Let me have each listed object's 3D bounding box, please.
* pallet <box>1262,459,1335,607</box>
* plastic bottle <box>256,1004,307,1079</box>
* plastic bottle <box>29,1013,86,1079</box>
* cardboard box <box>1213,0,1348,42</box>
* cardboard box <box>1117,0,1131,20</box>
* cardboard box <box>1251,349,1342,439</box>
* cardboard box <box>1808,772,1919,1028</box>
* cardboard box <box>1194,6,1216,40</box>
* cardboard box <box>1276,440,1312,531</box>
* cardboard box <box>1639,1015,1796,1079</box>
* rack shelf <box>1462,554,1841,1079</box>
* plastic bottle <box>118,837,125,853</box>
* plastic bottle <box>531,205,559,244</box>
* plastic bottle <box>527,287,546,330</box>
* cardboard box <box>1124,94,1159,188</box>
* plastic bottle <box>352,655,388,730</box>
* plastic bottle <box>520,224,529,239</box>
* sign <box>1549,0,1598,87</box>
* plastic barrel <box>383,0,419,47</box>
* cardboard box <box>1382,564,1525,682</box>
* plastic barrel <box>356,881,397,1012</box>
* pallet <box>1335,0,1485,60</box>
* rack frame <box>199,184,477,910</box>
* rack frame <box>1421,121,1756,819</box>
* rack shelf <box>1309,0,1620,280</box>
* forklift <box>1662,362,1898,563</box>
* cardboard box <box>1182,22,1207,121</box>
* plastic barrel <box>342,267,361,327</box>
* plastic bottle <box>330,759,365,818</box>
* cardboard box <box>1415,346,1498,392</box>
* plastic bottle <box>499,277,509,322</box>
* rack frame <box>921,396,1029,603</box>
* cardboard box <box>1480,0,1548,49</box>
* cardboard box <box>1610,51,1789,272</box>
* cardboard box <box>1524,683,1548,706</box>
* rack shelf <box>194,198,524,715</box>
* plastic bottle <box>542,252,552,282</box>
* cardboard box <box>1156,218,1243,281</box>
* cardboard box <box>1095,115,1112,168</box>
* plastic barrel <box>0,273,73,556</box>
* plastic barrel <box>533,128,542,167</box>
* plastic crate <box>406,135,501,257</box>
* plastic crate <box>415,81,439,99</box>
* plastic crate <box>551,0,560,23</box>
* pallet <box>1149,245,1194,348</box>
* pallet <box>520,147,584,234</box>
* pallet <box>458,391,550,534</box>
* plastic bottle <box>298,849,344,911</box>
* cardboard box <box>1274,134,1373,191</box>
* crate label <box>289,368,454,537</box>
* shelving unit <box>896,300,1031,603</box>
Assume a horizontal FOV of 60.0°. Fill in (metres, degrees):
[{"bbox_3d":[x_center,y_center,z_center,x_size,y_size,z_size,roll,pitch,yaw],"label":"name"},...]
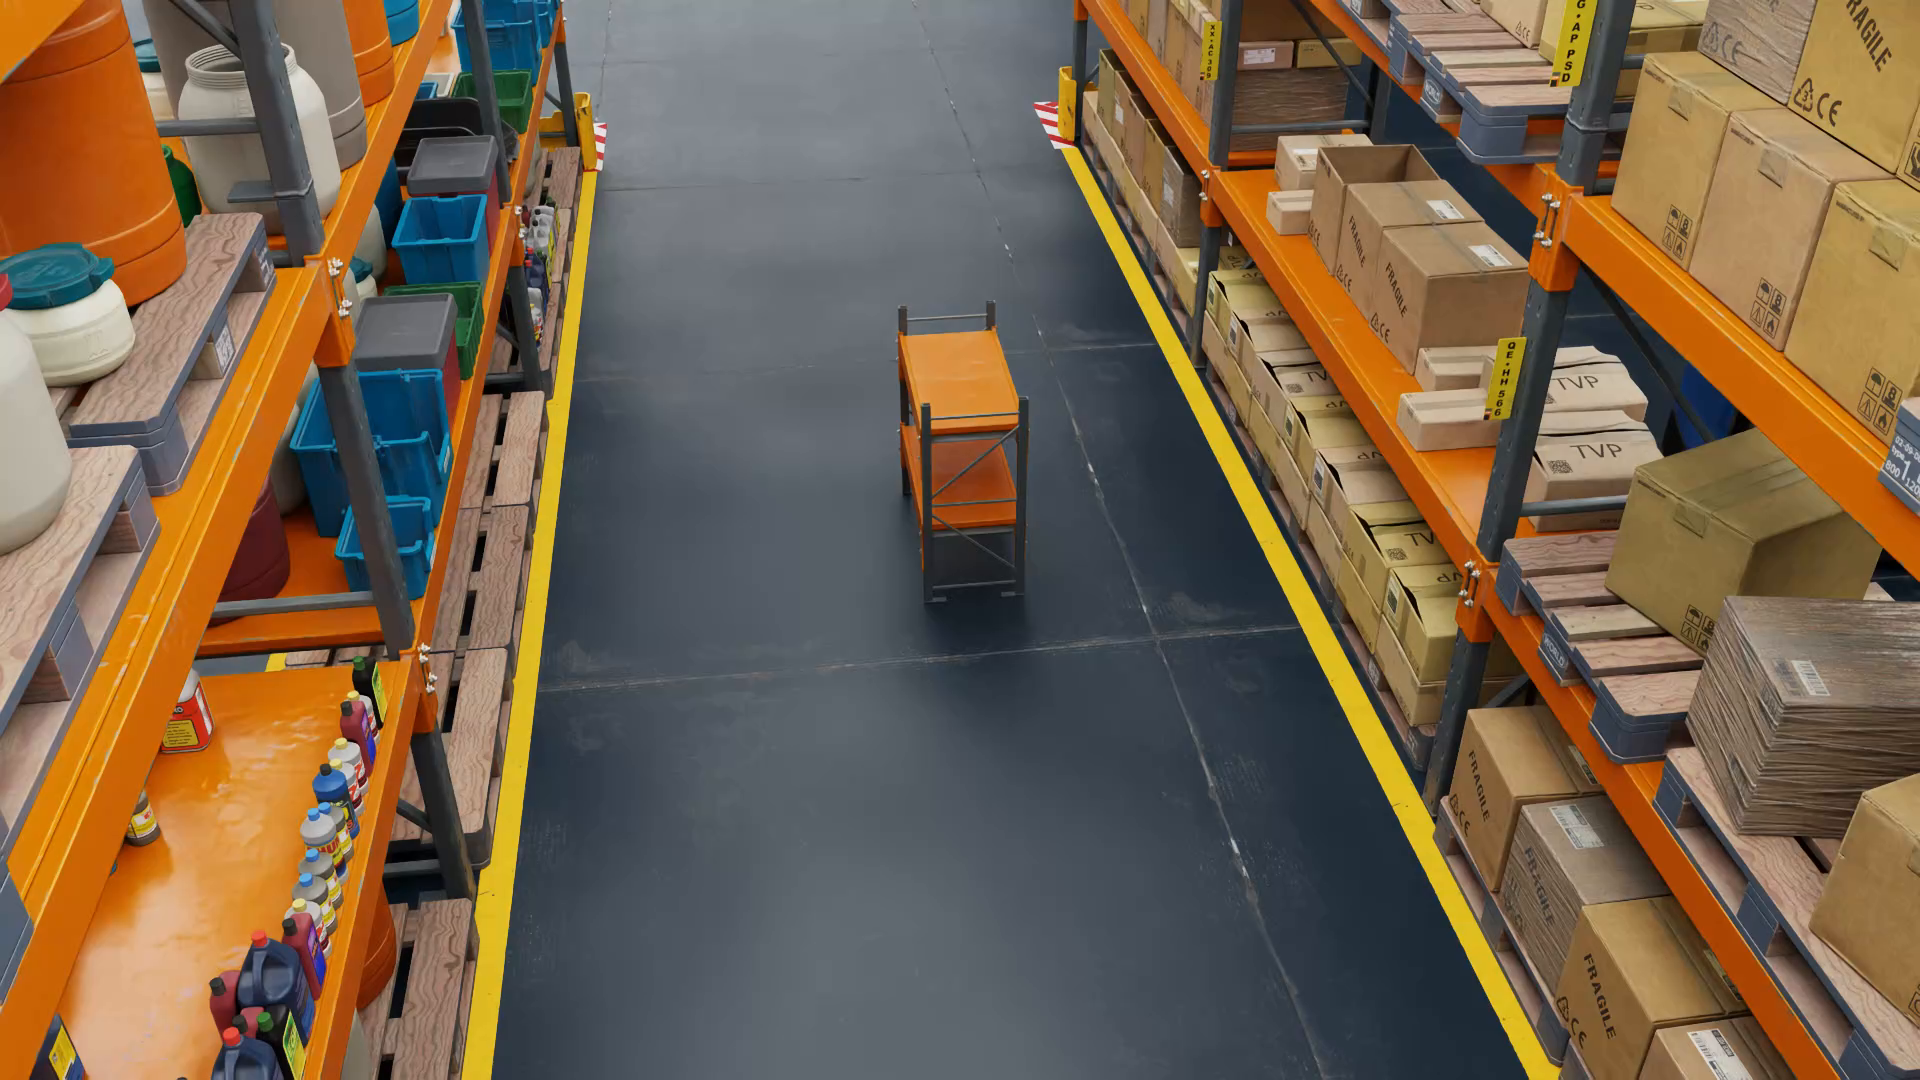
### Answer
[{"bbox_3d":[2.246,-0.124,8.744,1.003,0.211,1.213,-4,35,-6],"label":"pallet"},{"bbox_3d":[-1.756,1.296,4.289,0.061,0.283,0.133,-4,35,-6],"label":"plastic bottle"},{"bbox_3d":[-2.355,1.302,4.220,0.144,0.351,0.185,-4,35,-6],"label":"plastic bottle"},{"bbox_3d":[1.875,-3.191,9.528,0.700,0.500,0.500,-4,34,-6],"label":"cardboard box"},{"bbox_3d":[1.529,-4.086,11.993,0.700,0.500,0.500,-4,34,-5],"label":"cardboard box"},{"bbox_3d":[1.883,-0.818,8.857,0.500,0.311,0.500,-5,35,-8],"label":"cardboard box"},{"bbox_3d":[2.718,0.902,4.302,0.700,0.500,0.500,-13,36,-18],"label":"cardboard box"},{"bbox_3d":[1.623,-3.095,9.964,0.380,0.149,0.250,-5,35,-8],"label":"cardboard box"},{"bbox_3d":[1.957,-0.302,8.598,0.500,0.250,0.500,-4,34,-5],"label":"cardboard box"},{"bbox_3d":[2.471,1.855,5.193,0.500,0.500,0.500,-5,35,-8],"label":"cardboard box"},{"bbox_3d":[2.748,1.279,4.848,1.077,0.370,4.000,-4,35,-6],"label":"rack shelf"},{"bbox_3d":[-2.629,0.814,5.002,0.152,0.276,0.135,-4,35,-6],"label":"plastic bottle"},{"bbox_3d":[-2.817,-2.147,11.265,0.152,0.276,0.135,-4,34,-6],"label":"plastic bottle"},{"bbox_3d":[-2.647,-1.439,10.226,0.152,0.276,0.135,-3,34,-5],"label":"plastic bottle"},{"bbox_3d":[1.454,-2.792,11.587,0.500,0.500,0.500,-4,35,-6],"label":"cardboard box"},{"bbox_3d":[-1.952,0.480,5.485,0.061,0.283,0.133,-4,35,-6],"label":"plastic bottle"},{"bbox_3d":[-2.920,-2.019,11.144,0.097,0.201,0.097,0,34,0],"label":"plastic bottle"},{"bbox_3d":[1.928,-1.583,5.216,0.100,0.325,0.005,-4,35,-6],"label":"sign"},{"bbox_3d":[-2.508,-2.443,6.562,0.600,0.901,0.708,-4,35,-6],"label":"plastic barrel"},{"bbox_3d":[2.165,0.323,7.183,0.500,0.311,0.500,-3,34,-5],"label":"cardboard box"},{"bbox_3d":[-2.347,1.234,5.830,0.600,0.830,0.708,-4,35,-6],"label":"plastic barrel"},{"bbox_3d":[2.146,-2.292,6.953,1.003,0.211,1.213,-3,34,-4],"label":"pallet"},{"bbox_3d":[-2.430,0.239,5.736,1.000,3.000,0.127,-4,35,-6],"label":"rack frame"},{"bbox_3d":[2.479,-0.134,6.284,1.000,3.000,0.127,-4,35,-6],"label":"rack frame"},{"bbox_3d":[2.210,-2.193,7.279,1.077,0.370,4.000,-4,35,-6],"label":"rack shelf"},{"bbox_3d":[5.373,-1.284,8.032,3.031,2.935,1.130,6,35,9],"label":"forklift"},{"bbox_3d":[1.798,-2.949,10.325,0.700,0.500,0.500,-5,35,-7],"label":"cardboard box"},{"bbox_3d":[-2.958,-1.090,7.565,0.433,0.535,0.433,0,34,0],"label":"plastic barrel"},{"bbox_3d":[-1.911,0.763,5.143,0.097,0.201,0.097,0,34,0],"label":"plastic bottle"},{"bbox_3d":[2.252,-0.738,7.392,0.380,0.149,0.250,-2,34,-3],"label":"cardboard box"},{"bbox_3d":[-2.808,-1.552,10.325,0.144,0.351,0.185,-4,35,-6],"label":"plastic bottle"},{"bbox_3d":[0.069,-0.177,8.011,0.500,1.125,0.032,-4,35,-6],"label":"rack frame"},{"bbox_3d":[2.274,-2.026,6.155,0.500,0.250,0.500,-3,34,-5],"label":"cardboard box"},{"bbox_3d":[2.571,-1.174,5.057,0.910,0.500,0.500,-4,35,-6],"label":"cardboard box"},{"bbox_3d":[2.700,0.514,7.401,0.500,0.250,0.500,-4,35,-7],"label":"cardboard box"},{"bbox_3d":[-2.699,-0.580,7.576,1.077,0.370,4.000,-4,35,-6],"label":"rack shelf"},{"bbox_3d":[-2.705,-1.766,10.772,0.097,0.201,0.097,0,34,0],"label":"plastic bottle"},{"bbox_3d":[1.605,-1.926,10.981,0.500,0.250,0.500,-4,35,-6],"label":"cardboard box"},{"bbox_3d":[1.326,-3.041,12.618,0.500,0.250,0.500,-4,35,-6],"label":"cardboard box"},{"bbox_3d":[-2.042,-0.253,3.300,0.433,0.535,0.433,0,34,0],"label":"plastic barrel"},{"bbox_3d":[-3.341,-3.010,12.339,0.421,0.512,0.421,0,34,0],"label":"plastic barrel"},{"bbox_3d":[-2.599,-1.773,8.631,0.402,0.464,0.583,-4,35,-6],"label":"plastic crate"},{"bbox_3d":[-3.385,-2.529,9.929,0.499,0.251,0.616,-4,35,-6],"label":"plastic crate"},{"bbox_3d":[-3.142,-3.907,11.952,0.499,0.251,0.616,-4,35,-6],"label":"plastic crate"},{"bbox_3d":[1.876,-1.661,11.000,1.003,0.211,1.213,-4,35,-6],"label":"pallet"},{"bbox_3d":[-3.345,-2.581,12.349,1.003,0.211,1.213,-4,35,-6],"label":"pallet"},{"bbox_3d":[-2.823,-0.406,9.158,1.003,0.211,1.213,-4,35,-6],"label":"pallet"},{"bbox_3d":[-1.858,0.980,4.824,0.097,0.201,0.097,0,34,0],"label":"plastic bottle"},{"bbox_3d":[2.051,-2.033,9.203,0.500,0.250,0.500,-2,34,-3],"label":"cardboard box"},{"bbox_3d":[-2.295,-0.351,6.570,0.502,0.435,0.616,-4,35,-6],"label":"crate label"},{"bbox_3d":[0.001,-0.461,8.428,0.538,1.125,1.048,-4,35,-6],"label":"shelving unit"}]
